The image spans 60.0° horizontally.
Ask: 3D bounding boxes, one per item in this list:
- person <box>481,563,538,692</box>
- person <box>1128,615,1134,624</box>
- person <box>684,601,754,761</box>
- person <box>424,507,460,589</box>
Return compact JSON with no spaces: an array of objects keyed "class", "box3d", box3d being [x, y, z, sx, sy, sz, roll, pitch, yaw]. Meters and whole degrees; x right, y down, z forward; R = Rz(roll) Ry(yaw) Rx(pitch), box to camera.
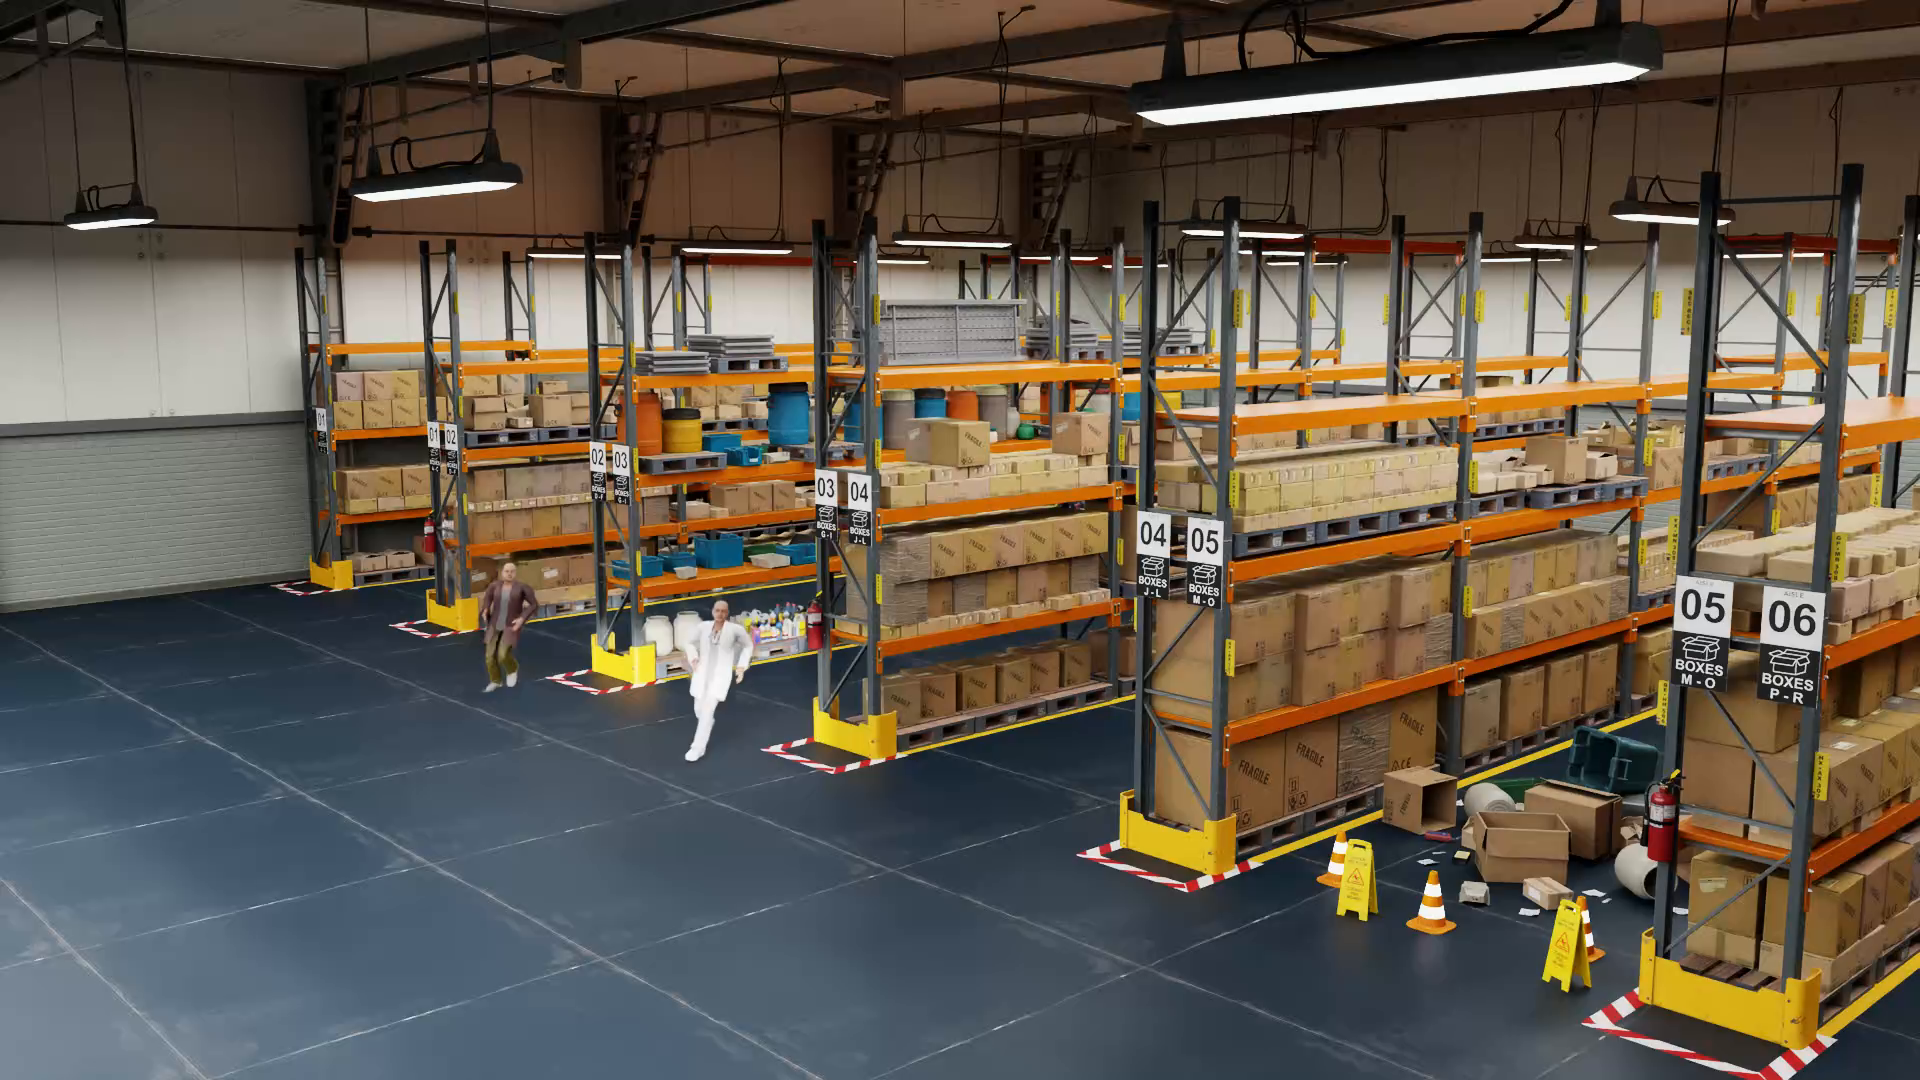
[{"class":"person","box3d":[-5.940,1.146,21.782,0.714,1.704,0.610,1,8,9]},{"class":"person","box3d":[2.790,0.392,24.596,0.667,1.797,0.893,8,11,43]},{"class":"person","box3d":[-2.760,1.547,18.793,0.771,1.733,1.032,1,8,9]},{"class":"person","box3d":[-8.588,0.246,27.913,0.585,1.705,0.905,5,10,33]}]
